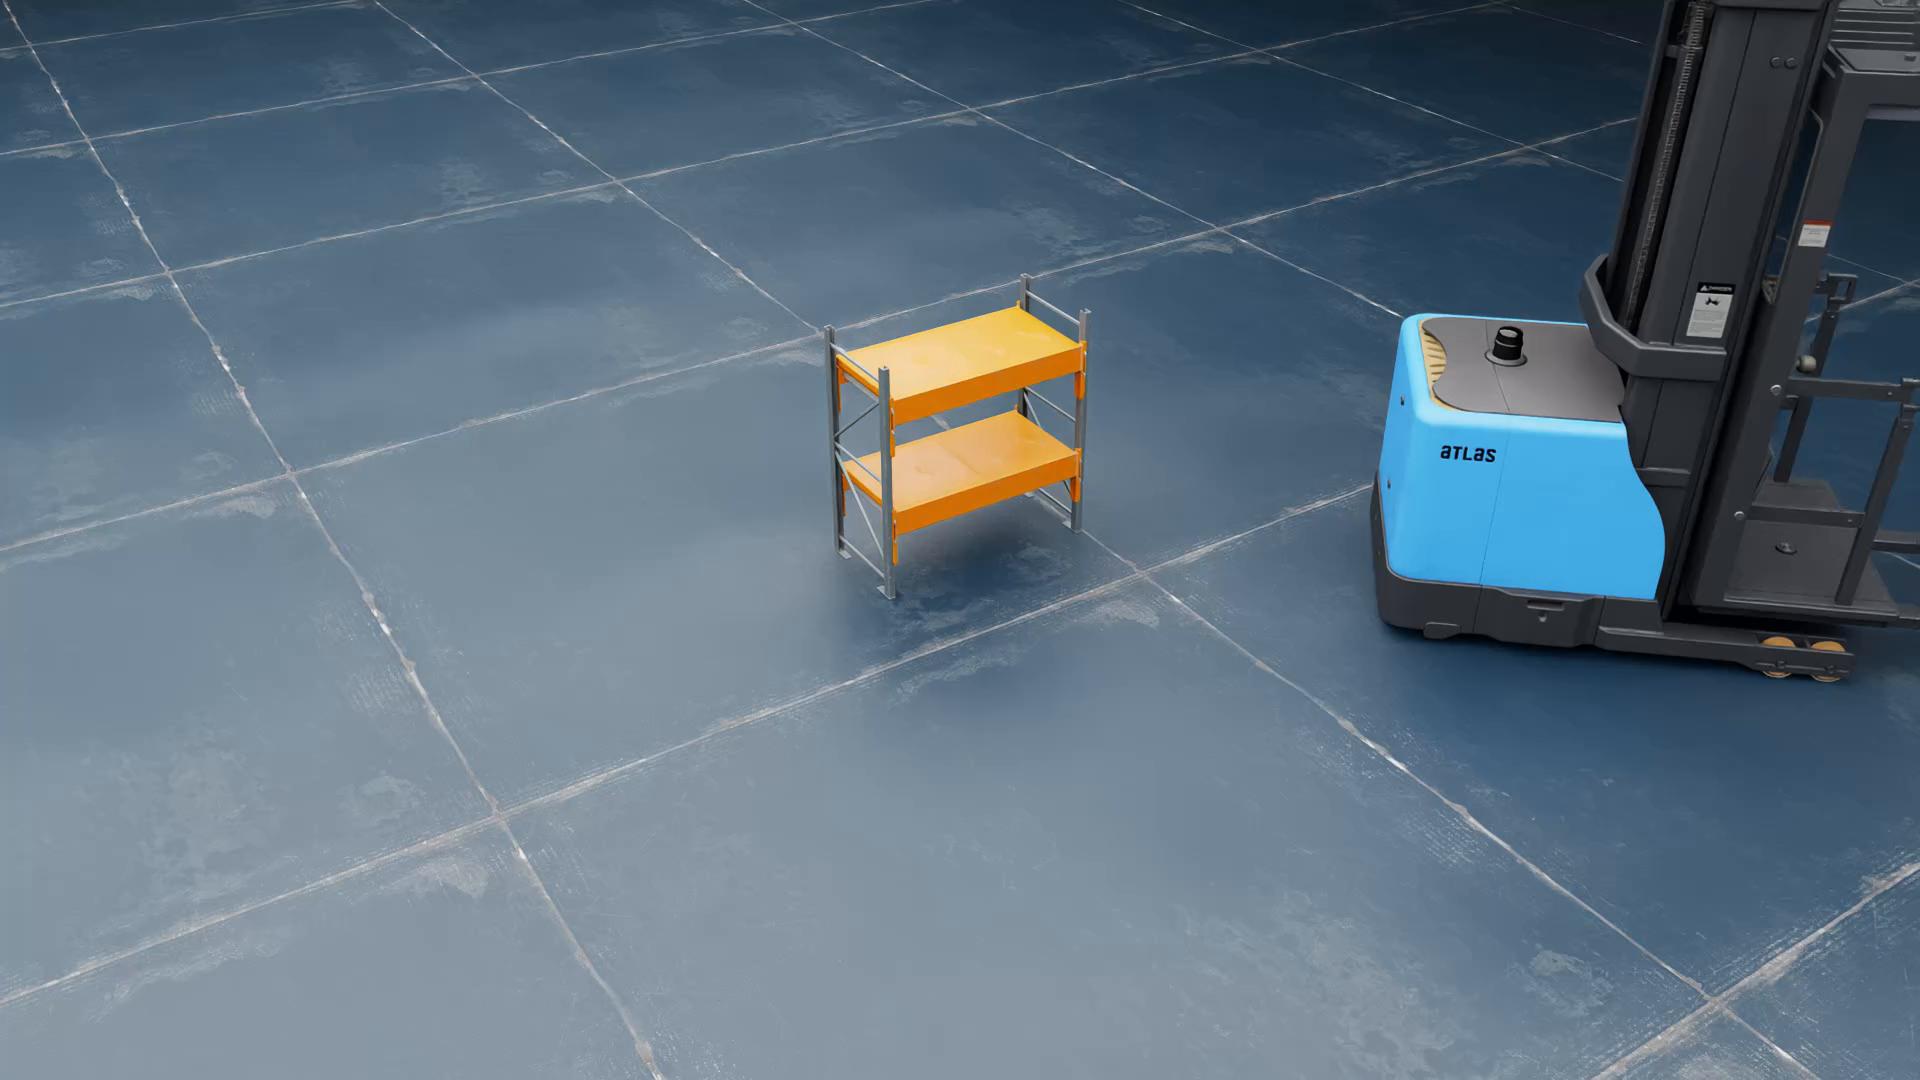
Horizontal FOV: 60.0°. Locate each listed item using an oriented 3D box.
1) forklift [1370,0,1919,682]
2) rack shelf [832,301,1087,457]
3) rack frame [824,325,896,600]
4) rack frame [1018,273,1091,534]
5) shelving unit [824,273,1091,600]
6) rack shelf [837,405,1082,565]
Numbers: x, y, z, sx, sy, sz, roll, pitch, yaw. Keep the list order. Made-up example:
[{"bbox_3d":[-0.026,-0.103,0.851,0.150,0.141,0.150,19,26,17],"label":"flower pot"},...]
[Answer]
[{"bbox_3d":[3.357,-0.963,6.530,3.031,2.935,1.130,5,33,8],"label":"forklift"},{"bbox_3d":[-0.006,-0.721,7.291,1.000,0.278,0.538,-19,37,-27],"label":"rack shelf"},{"bbox_3d":[-0.433,-0.327,7.214,0.032,1.125,0.500,-19,37,-27],"label":"rack frame"},{"bbox_3d":[0.422,-0.621,7.680,0.032,1.125,0.500,-19,37,-27],"label":"rack frame"},{"bbox_3d":[-0.006,-0.474,7.447,1.048,1.125,0.538,-19,37,-27],"label":"shelving unit"},{"bbox_3d":[-0.006,-0.267,7.577,1.000,0.278,0.538,-19,37,-27],"label":"rack shelf"}]
